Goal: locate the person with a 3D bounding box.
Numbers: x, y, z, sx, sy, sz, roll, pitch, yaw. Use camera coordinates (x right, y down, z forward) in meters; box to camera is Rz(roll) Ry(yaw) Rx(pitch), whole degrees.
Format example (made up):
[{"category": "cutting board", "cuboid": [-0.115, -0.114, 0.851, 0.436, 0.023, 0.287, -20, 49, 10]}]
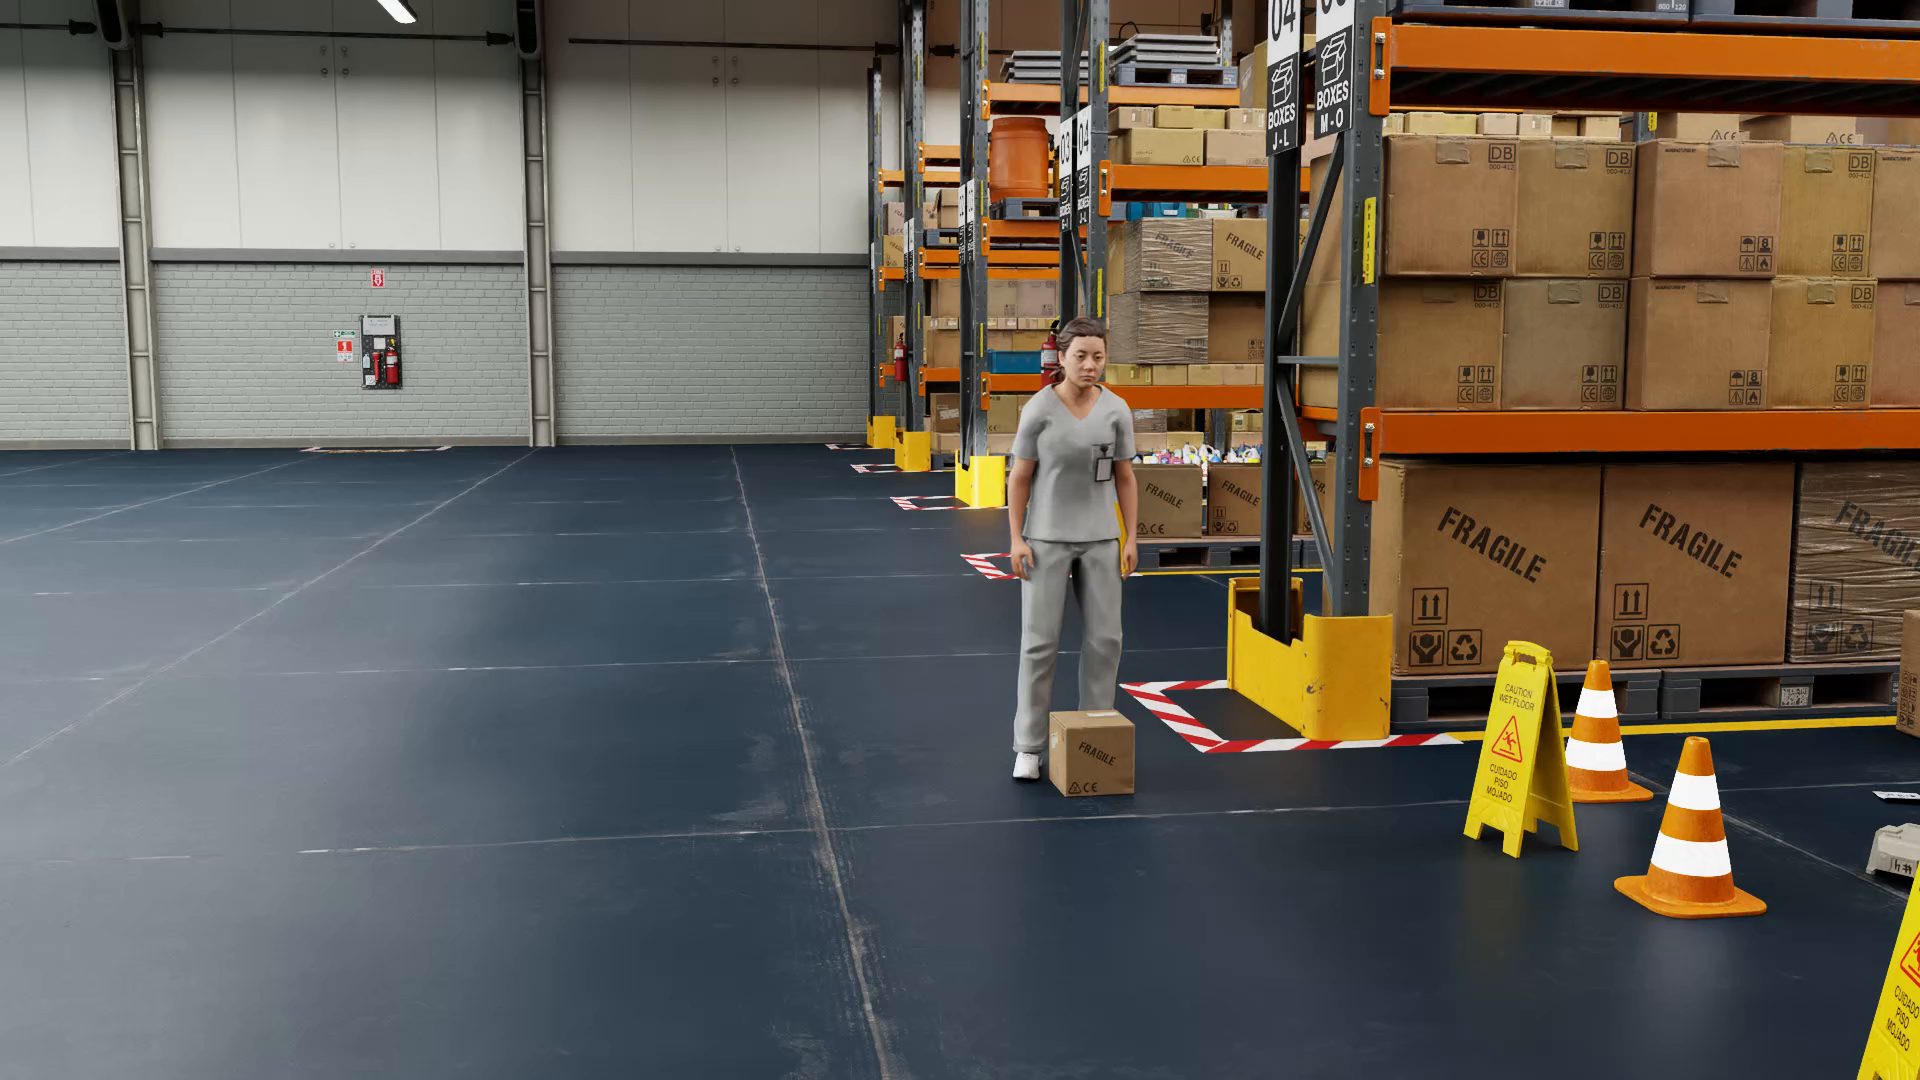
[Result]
[{"category": "person", "cuboid": [0.419, 0.024, 6.094, 0.485, 1.673, 0.360, -1, 7, -8]}]
